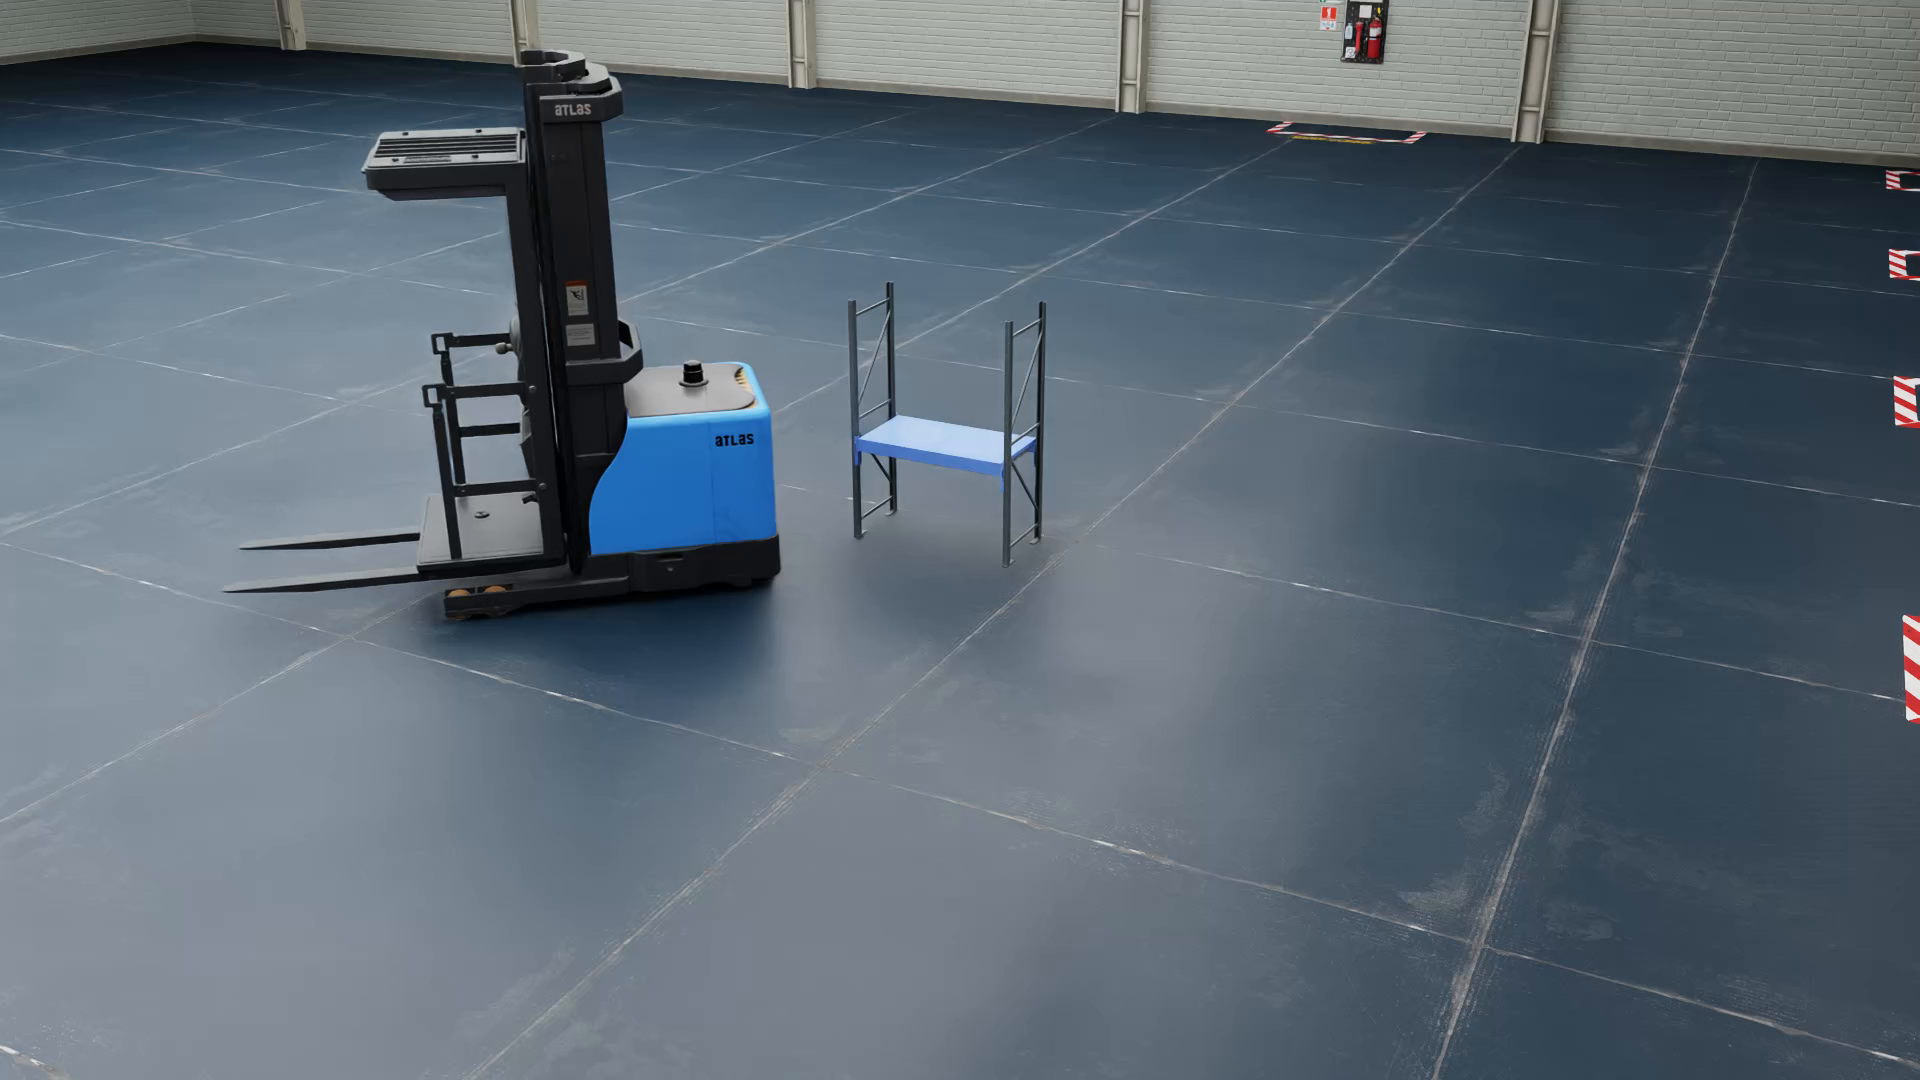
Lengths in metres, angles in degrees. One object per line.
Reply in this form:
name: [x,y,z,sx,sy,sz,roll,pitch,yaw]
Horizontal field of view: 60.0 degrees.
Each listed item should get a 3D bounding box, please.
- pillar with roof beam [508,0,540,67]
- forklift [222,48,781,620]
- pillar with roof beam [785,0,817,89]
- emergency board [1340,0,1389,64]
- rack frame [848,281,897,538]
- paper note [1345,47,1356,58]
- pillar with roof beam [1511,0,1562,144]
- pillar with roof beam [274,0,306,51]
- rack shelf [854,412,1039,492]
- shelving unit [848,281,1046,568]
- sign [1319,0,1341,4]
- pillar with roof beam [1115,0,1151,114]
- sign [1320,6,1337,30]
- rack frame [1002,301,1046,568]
pillar with roof beam: [-9.985,-11.458,25.694,0.400,9.000,9.100,11,25,25]
forklift: [-2.614,-1.132,9.167,3.031,2.935,1.130,-5,24,-13]
pillar with roof beam: [-4.631,-10.399,23.203,0.400,9.000,9.100,11,25,25]
emergency board: [5.832,-7.472,23.987,0.643,1.169,0.194,11,25,25]
rack frame: [-0.530,-0.795,10.203,0.032,1.500,0.500,11,25,25]
paper note: [5.706,-7.122,24.290,0.142,0.148,0.016,11,25,25]
pillar with roof beam: [6.078,-8.280,18.220,0.400,9.000,9.100,11,25,25]
pillar with roof beam: [-15.340,-12.518,28.186,0.400,9.000,9.100,11,25,25]
rack shelf: [-0.076,-0.540,10.062,1.000,0.185,0.538,11,25,25]
shelving unit: [-0.076,-0.705,9.992,1.048,1.500,0.538,11,25,25]
sign: [5.386,-7.862,24.182,0.331,0.109,0.001,11,25,25]
pillar with roof beam: [0.724,-9.339,20.712,0.400,9.000,9.100,11,25,25]
sign: [5.385,-7.622,24.295,0.234,0.329,0.001,11,25,25]
rack frame: [0.378,-0.615,9.781,0.032,1.500,0.500,11,25,25]
